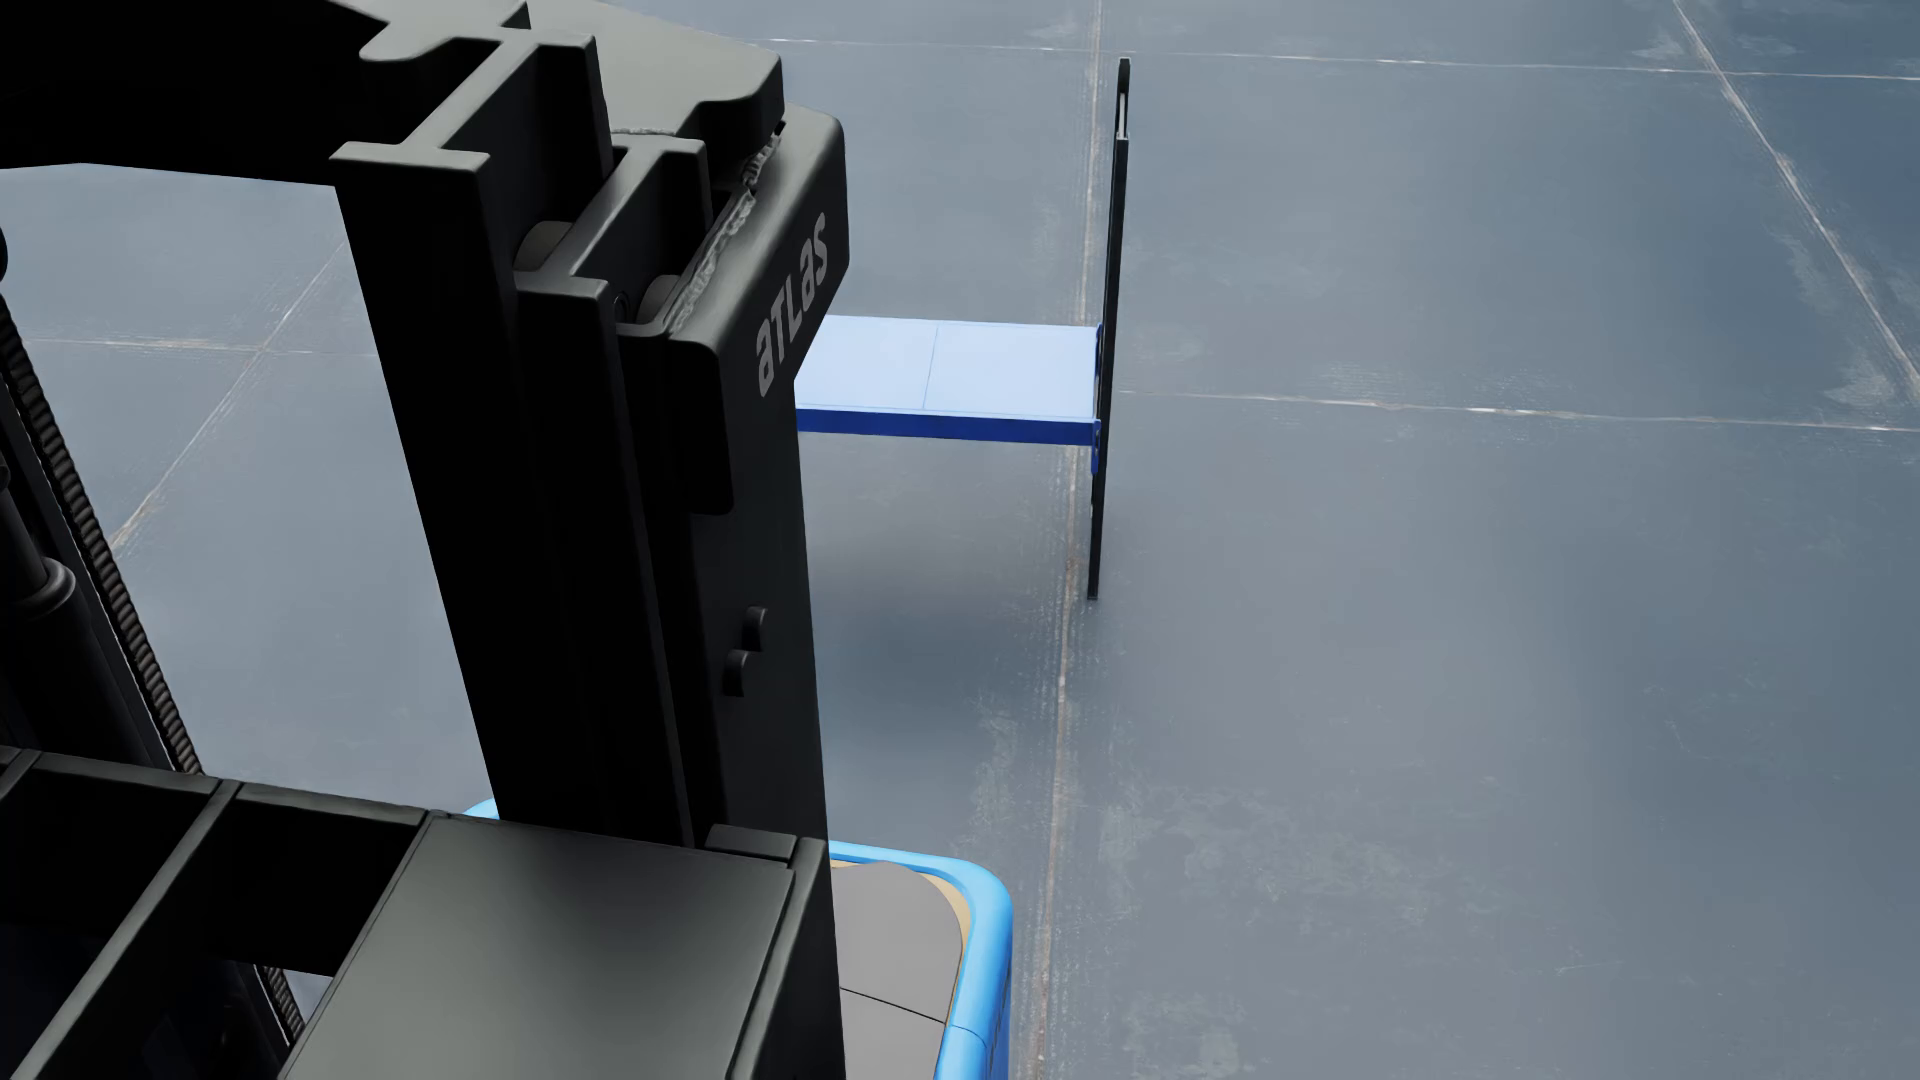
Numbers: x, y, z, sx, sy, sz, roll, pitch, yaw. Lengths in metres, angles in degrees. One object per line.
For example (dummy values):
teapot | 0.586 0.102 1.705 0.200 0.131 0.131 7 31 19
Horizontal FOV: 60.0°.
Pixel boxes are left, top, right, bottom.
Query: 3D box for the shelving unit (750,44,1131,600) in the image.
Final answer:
shelving unit | -0.085 -0.586 4.782 1.048 1.500 0.538 3 39 4

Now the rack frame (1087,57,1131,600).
rack frame | 0.421 -0.559 4.748 0.032 1.500 0.500 3 39 4

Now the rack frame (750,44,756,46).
rack frame | -0.591 -0.614 4.816 0.032 1.500 0.500 3 39 4

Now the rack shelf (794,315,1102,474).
rack shelf | -0.085 -0.447 4.896 1.000 0.185 0.538 3 39 4
